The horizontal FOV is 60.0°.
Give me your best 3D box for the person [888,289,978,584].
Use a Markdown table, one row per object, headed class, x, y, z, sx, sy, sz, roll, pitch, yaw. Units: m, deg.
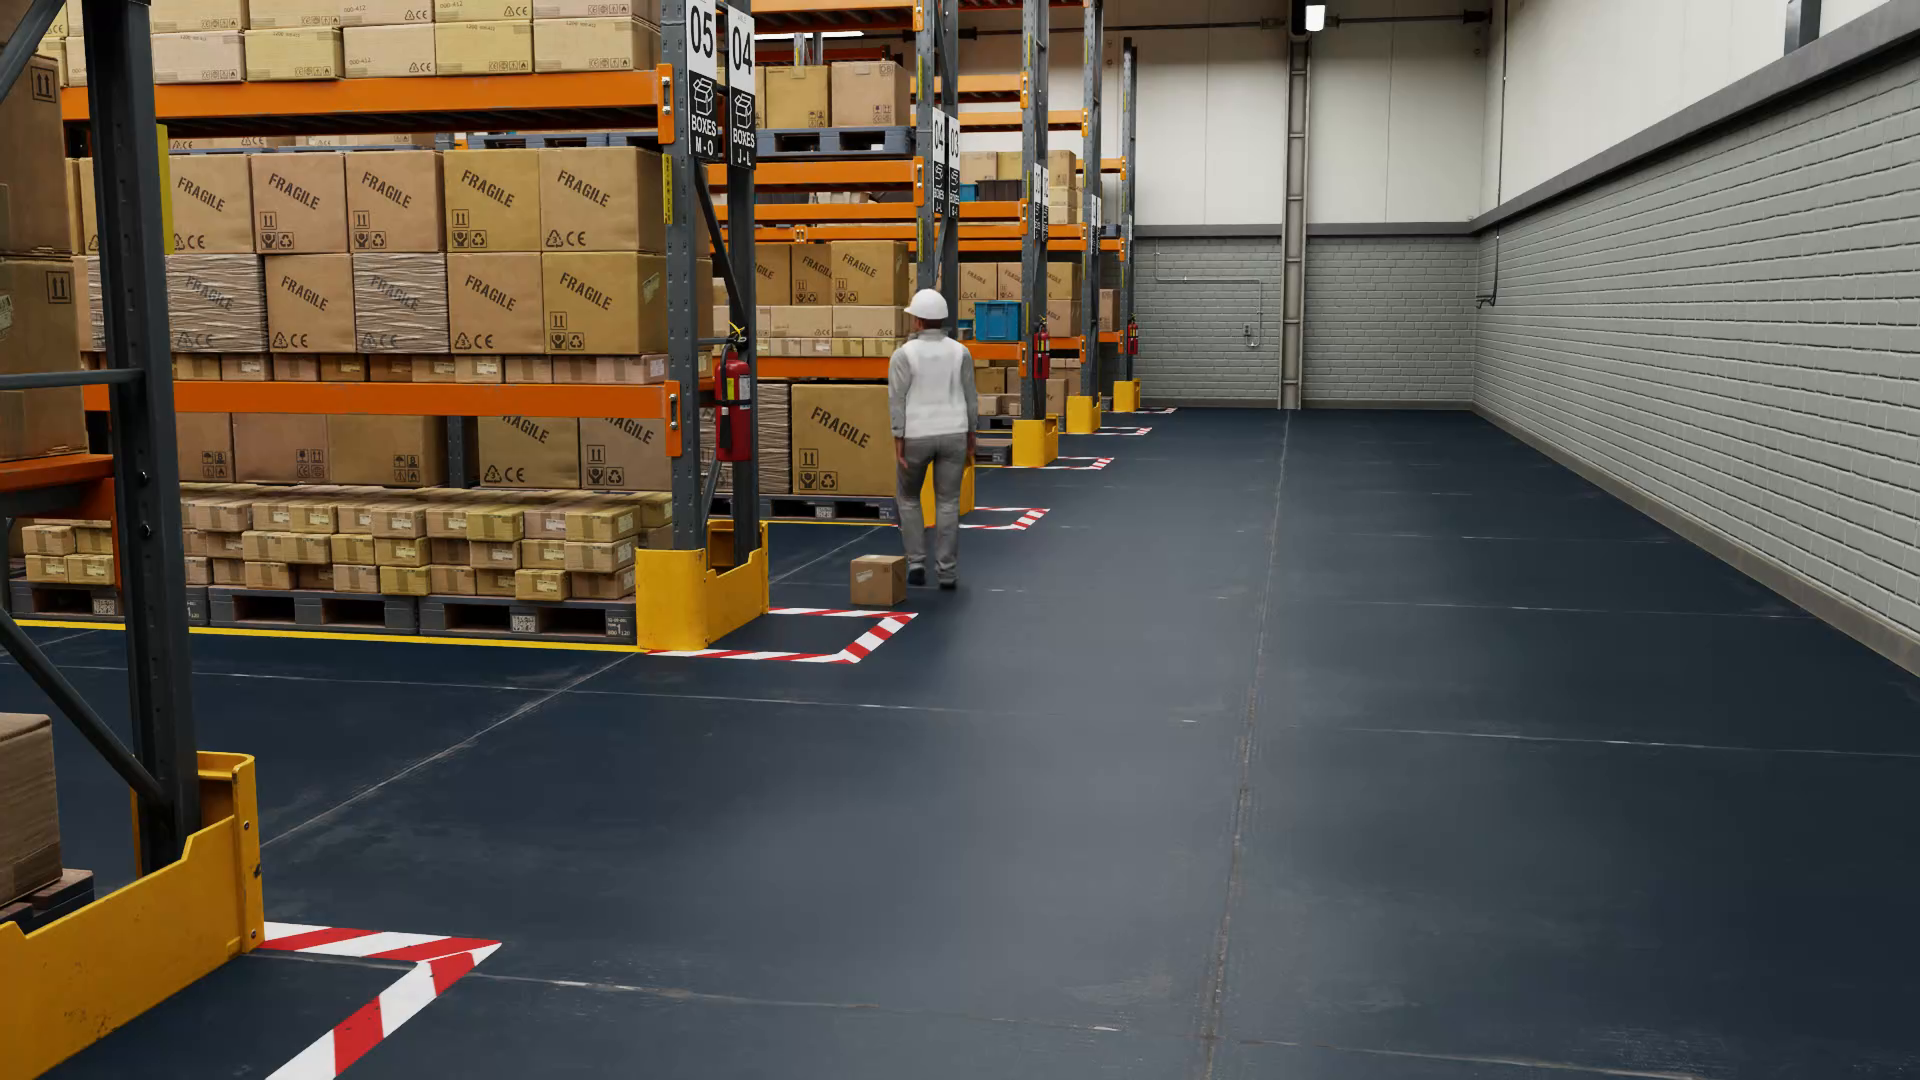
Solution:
| class | x | y | z | sx | sy | sz | roll | pitch | yaw |
| --- | --- | --- | --- | --- | --- | --- | --- | --- | --- |
| person | -0.167 | -0.582 | 10.061 | 0.575 | 1.842 | 0.555 | -1 | 8 | -10 |
